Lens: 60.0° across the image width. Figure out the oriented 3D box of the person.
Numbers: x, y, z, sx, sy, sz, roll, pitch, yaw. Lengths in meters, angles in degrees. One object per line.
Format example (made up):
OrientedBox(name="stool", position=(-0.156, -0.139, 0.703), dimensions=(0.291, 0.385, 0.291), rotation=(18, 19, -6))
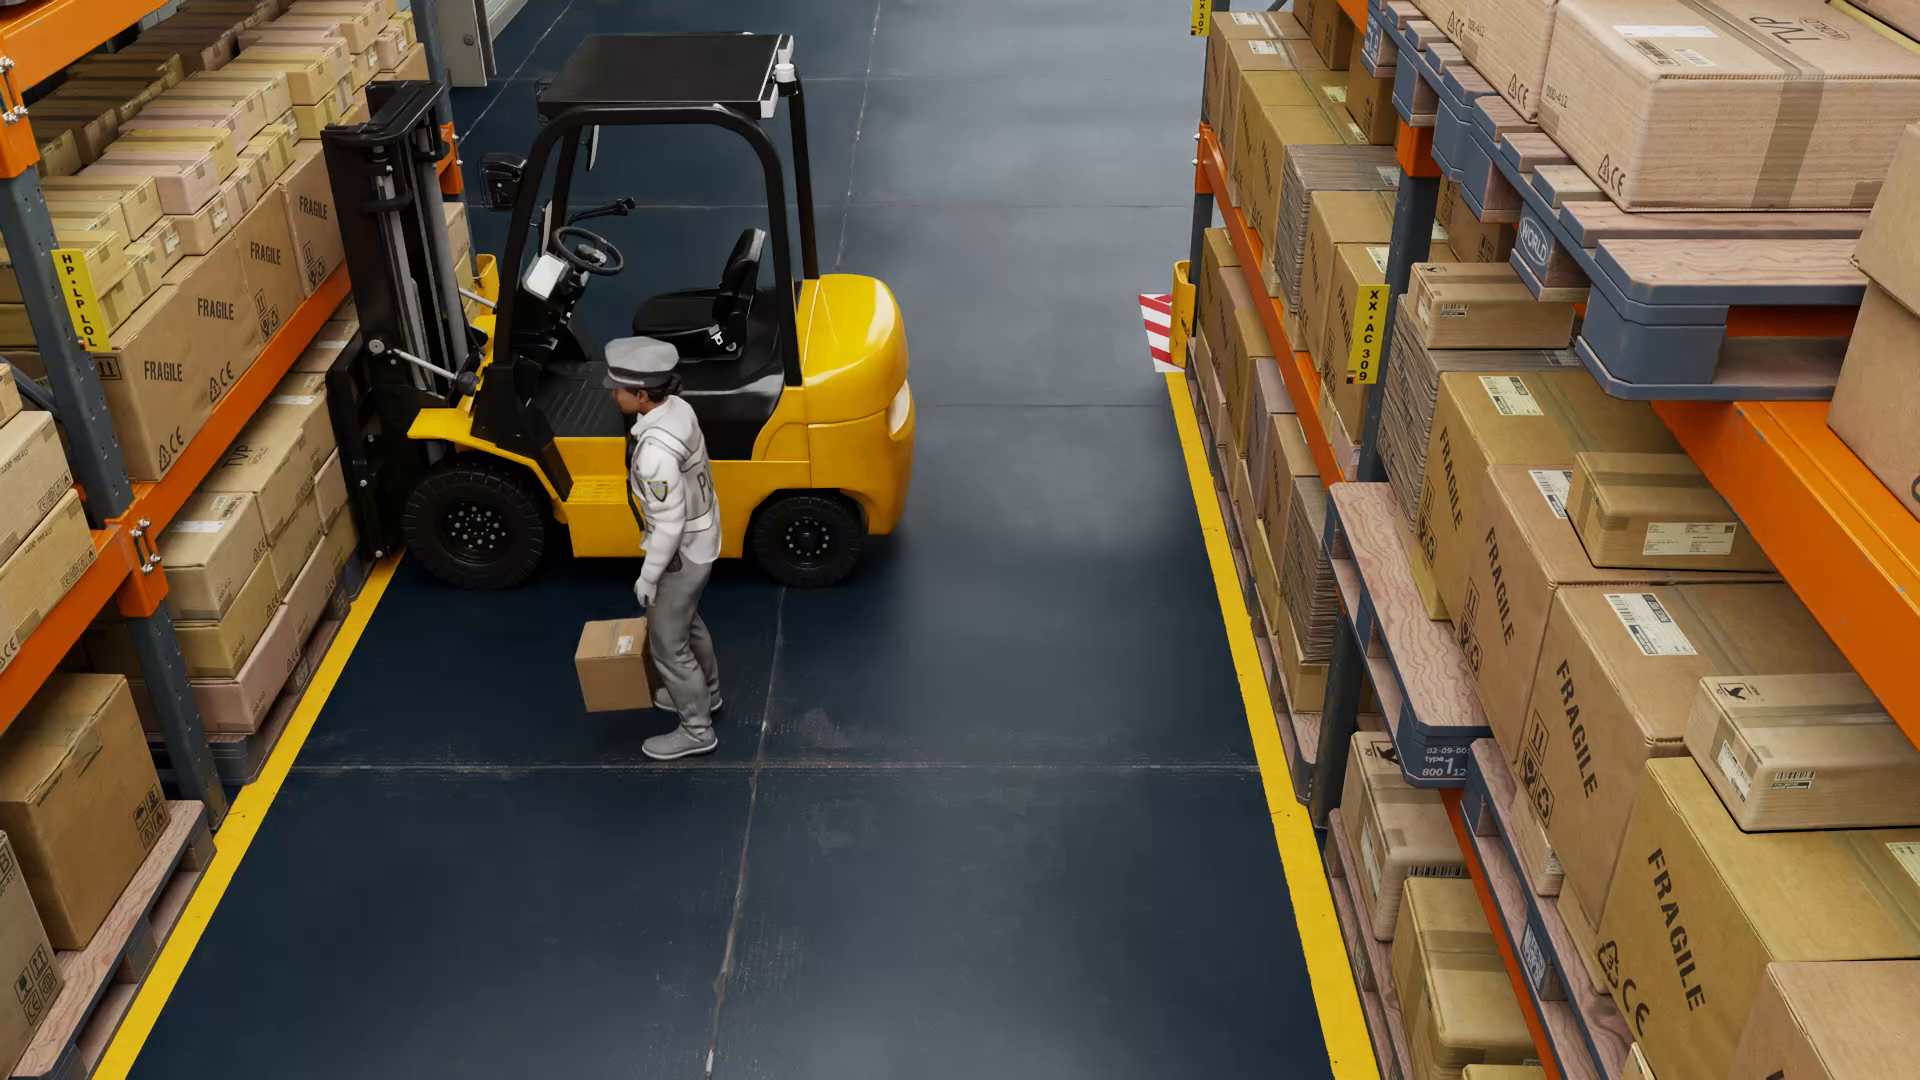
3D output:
OrientedBox(name="person", position=(-1.045, 0.044, 6.057), dimensions=(0.358, 1.668, 0.511), rotation=(-1, 32, -2))
